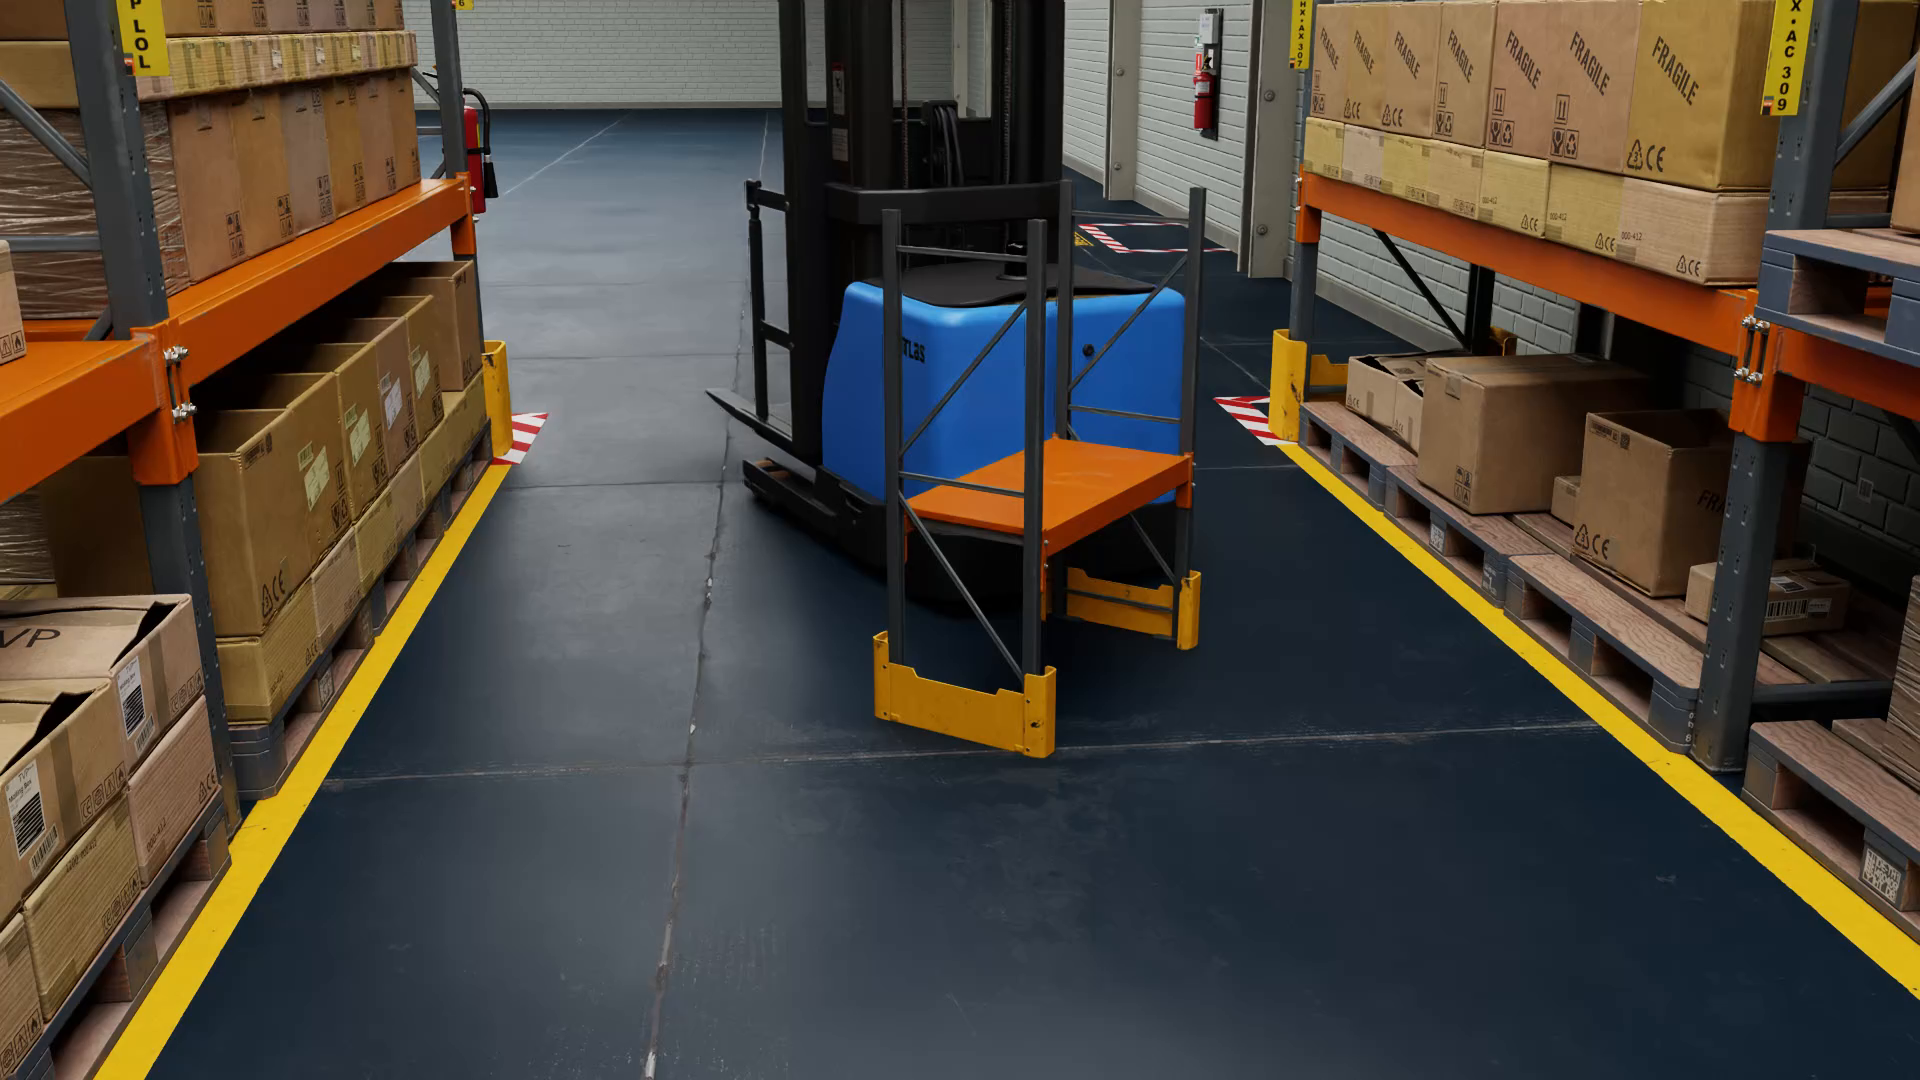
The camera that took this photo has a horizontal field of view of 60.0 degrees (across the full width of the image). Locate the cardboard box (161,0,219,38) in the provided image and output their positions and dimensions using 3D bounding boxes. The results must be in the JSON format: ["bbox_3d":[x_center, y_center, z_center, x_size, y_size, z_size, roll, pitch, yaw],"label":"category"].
[{"bbox_3d":[-2.462,-1.609,4.460,0.700,0.500,0.500,-2,18,-6],"label":"cardboard box"}]

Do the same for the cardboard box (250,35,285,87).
[{"bbox_3d":[-2.329,-1.486,5.154,0.380,0.149,0.250,-2,18,-7],"label":"cardboard box"}]

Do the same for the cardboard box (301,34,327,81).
[{"bbox_3d":[-2.378,-1.638,5.638,0.380,0.149,0.250,-2,18,-6],"label":"cardboard box"}]

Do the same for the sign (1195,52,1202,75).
[{"bbox_3d":[2.300,-4.533,16.050,0.001,0.329,0.234,-2,18,-6],"label":"sign"}]

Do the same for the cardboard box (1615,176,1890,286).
[{"bbox_3d":[2.220,-0.883,4.700,0.500,0.250,0.500,-2,18,-6],"label":"cardboard box"}]

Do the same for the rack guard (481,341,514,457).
[{"bbox_3d":[-2.772,-0.666,7.963,1.175,0.500,0.348,-2,18,-6],"label":"rack guard"}]

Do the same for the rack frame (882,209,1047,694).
[{"bbox_3d":[0.007,-0.151,4.653,0.500,1.500,0.032,11,20,30],"label":"rack frame"}]

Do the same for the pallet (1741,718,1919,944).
[{"bbox_3d":[2.652,0.749,3.940,1.003,0.211,1.213,-2,18,-6],"label":"pallet"}]

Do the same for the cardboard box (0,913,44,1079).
[{"bbox_3d":[-1.922,0.870,2.788,0.500,0.250,0.500,-1,17,-4],"label":"cardboard box"}]

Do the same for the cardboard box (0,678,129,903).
[{"bbox_3d":[-1.970,0.451,3.185,0.500,0.311,0.500,-1,17,-4],"label":"cardboard box"}]

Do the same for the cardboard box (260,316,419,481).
[{"bbox_3d":[-2.250,-0.500,5.900,0.500,0.500,0.500,-2,18,-6],"label":"cardboard box"}]

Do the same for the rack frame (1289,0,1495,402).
[{"bbox_3d":[2.158,-2.005,8.057,1.000,3.000,0.127,-2,18,-6],"label":"rack frame"}]

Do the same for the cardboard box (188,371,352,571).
[{"bbox_3d":[-2.152,-0.202,4.951,0.500,0.500,0.500,-2,18,-6],"label":"cardboard box"}]

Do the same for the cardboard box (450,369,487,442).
[{"bbox_3d":[-2.420,-0.589,7.435,0.500,0.250,0.500,-2,18,-6],"label":"cardboard box"}]

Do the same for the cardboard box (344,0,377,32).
[{"bbox_3d":[-2.669,-2.206,6.363,0.700,0.500,0.500,-2,18,-7],"label":"cardboard box"}]

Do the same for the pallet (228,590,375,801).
[{"bbox_3d":[-2.397,0.433,4.946,1.003,0.211,1.213,-2,18,-6],"label":"pallet"}]

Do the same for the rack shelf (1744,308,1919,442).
[{"bbox_3d":[2.776,0.126,2.470,1.077,0.370,4.000,-2,18,-6],"label":"rack shelf"}]

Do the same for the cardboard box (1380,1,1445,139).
[{"bbox_3d":[1.996,-1.848,6.520,0.500,0.500,0.500,-2,18,-7],"label":"cardboard box"}]

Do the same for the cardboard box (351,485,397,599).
[{"bbox_3d":[-2.196,0.006,5.539,0.500,0.250,0.500,-2,18,-6],"label":"cardboard box"}]

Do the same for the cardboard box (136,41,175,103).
[{"bbox_3d":[-2.218,-1.177,4.170,0.380,0.149,0.250,-2,17,-5],"label":"cardboard box"}]

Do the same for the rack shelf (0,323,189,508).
[{"bbox_3d":[-2.150,0.280,1.979,1.077,0.370,4.000,-2,18,-6],"label":"rack shelf"}]

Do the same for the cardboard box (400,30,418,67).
[{"bbox_3d":[-2.540,-2.100,7.110,0.380,0.149,0.250,-2,18,-7],"label":"cardboard box"}]

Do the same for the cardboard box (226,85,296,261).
[{"bbox_3d":[-2.517,-1.146,5.152,0.700,0.500,0.500,-2,17,-5],"label":"cardboard box"}]

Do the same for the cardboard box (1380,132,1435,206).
[{"bbox_3d":[2.007,-1.482,6.606,0.500,0.250,0.500,-2,18,-7],"label":"cardboard box"}]

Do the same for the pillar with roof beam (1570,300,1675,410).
[{"bbox_3d":[-1.192,-4.553,6.155,9.100,9.000,0.400,-2,18,-6],"label":"pillar with roof beam"}]

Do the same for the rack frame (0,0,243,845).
[{"bbox_3d":[-2.357,-0.659,3.770,1.000,3.000,0.127,-2,18,-6],"label":"rack frame"}]

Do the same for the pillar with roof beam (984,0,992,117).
[{"bbox_3d":[-3.667,-11.703,28.931,9.100,9.000,0.400,-2,18,-6],"label":"pillar with roof beam"}]

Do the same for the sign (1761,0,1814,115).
[{"bbox_3d":[2.031,-1.208,4.070,0.100,0.325,0.005,-2,18,-6],"label":"sign"}]

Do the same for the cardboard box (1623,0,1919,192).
[{"bbox_3d":[2.214,-1.241,4.586,0.500,0.500,0.500,-2,18,-6],"label":"cardboard box"}]

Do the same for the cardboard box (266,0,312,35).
[{"bbox_3d":[-2.564,-1.907,5.410,0.700,0.500,0.500,-2,18,-6],"label":"cardboard box"}]

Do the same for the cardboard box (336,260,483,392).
[{"bbox_3d":[-2.418,-0.947,7.323,0.500,0.500,0.500,-2,18,-6],"label":"cardboard box"}]

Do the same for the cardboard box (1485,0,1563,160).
[{"bbox_3d":[2.115,-1.540,5.538,0.500,0.500,0.500,-2,18,-7],"label":"cardboard box"}]

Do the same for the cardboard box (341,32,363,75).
[{"bbox_3d":[-2.434,-1.793,6.131,0.380,0.149,0.250,-1,17,-4],"label":"cardboard box"}]

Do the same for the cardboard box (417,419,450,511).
[{"bbox_3d":[-2.303,-0.291,6.487,0.500,0.250,0.500,-2,18,-6],"label":"cardboard box"}]

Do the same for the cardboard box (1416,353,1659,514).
[{"bbox_3d":[2.224,-0.424,6.458,0.700,0.500,0.500,-3,18,-9],"label":"cardboard box"}]

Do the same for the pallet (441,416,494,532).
[{"bbox_3d":[-2.649,-0.294,7.262,1.003,0.211,1.213,-2,18,-6],"label":"pallet"}]

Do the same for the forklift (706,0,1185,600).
[{"bbox_3d":[-0.291,-1.584,6.829,1.130,2.935,3.031,-9,19,-26],"label":"forklift"}]

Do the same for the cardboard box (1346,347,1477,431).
[{"bbox_3d":[2.139,-0.723,7.728,0.500,0.311,0.500,-4,18,-12],"label":"cardboard box"}]

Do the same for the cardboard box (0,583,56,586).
[{"bbox_3d":[-2.664,0.171,5.013,0.500,0.250,0.500,-2,18,-6],"label":"cardboard box"}]

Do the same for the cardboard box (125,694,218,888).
[{"bbox_3d":[-2.026,0.567,3.754,0.500,0.250,0.500,-2,18,-6],"label":"cardboard box"}]

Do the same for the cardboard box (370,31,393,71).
[{"bbox_3d":[-2.485,-1.946,6.619,0.380,0.149,0.250,-2,18,-6],"label":"cardboard box"}]

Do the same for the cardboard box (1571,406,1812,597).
[{"bbox_3d":[2.423,-0.139,5.550,0.500,0.500,0.500,-3,18,-10],"label":"cardboard box"}]

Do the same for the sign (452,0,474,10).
[{"bbox_3d":[-2.228,-2.529,7.397,0.100,0.325,0.005,-2,18,-6],"label":"sign"}]

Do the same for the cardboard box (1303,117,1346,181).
[{"bbox_3d":[1.892,-1.788,7.582,0.500,0.250,0.500,-2,18,-7],"label":"cardboard box"}]

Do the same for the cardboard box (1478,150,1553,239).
[{"bbox_3d":[2.109,-1.181,5.649,0.500,0.250,0.500,-2,18,-6],"label":"cardboard box"}]

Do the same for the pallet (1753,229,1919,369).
[{"bbox_3d":[2.504,-0.490,3.550,1.003,0.211,1.213,-2,18,-6],"label":"pallet"}]

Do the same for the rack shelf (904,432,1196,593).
[{"bbox_3d":[0.274,-0.109,5.120,0.538,0.185,1.000,11,20,30],"label":"rack shelf"}]

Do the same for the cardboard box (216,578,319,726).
[{"bbox_3d":[-2.103,0.305,4.589,0.500,0.250,0.500,-2,18,-6],"label":"cardboard box"}]

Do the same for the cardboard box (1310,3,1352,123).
[{"bbox_3d":[1.908,-2.150,7.481,0.500,0.500,0.500,-2,18,-6],"label":"cardboard box"}]

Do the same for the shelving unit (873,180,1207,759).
[{"bbox_3d":[0.270,-0.278,5.058,0.587,1.500,1.083,11,20,30],"label":"shelving unit"}]

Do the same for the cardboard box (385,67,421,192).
[{"bbox_3d":[-2.734,-1.759,7.106,0.700,0.500,0.500,-2,18,-6],"label":"cardboard box"}]

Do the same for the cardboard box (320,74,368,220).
[{"bbox_3d":[-2.629,-1.455,6.137,0.700,0.500,0.500,-2,18,-5],"label":"cardboard box"}]

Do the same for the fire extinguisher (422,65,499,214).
[{"bbox_3d":[-2.319,-1.864,7.735,0.296,0.674,0.183,-2,18,-6],"label":"fire extinguisher"}]

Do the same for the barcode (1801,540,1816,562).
[{"bbox_3d":[2.781,0.040,5.447,0.001,0.075,0.075,-2,18,-6],"label":"barcode"}]

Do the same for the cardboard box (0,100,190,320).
[{"bbox_3d":[-2.409,-0.839,4.175,0.700,0.500,0.500,-2,18,-7],"label":"cardboard box"}]

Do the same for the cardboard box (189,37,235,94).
[{"bbox_3d":[-2.275,-1.332,4.663,0.380,0.149,0.250,-2,18,-6],"label":"cardboard box"}]

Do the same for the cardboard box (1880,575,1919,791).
[{"bbox_3d":[2.663,0.388,3.872,0.700,0.500,0.500,-1,17,-4],"label":"cardboard box"}]

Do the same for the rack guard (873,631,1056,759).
[{"bbox_3d":[0.007,0.445,4.842,0.587,0.250,0.087,11,20,30],"label":"rack guard"}]

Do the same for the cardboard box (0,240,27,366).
[{"bbox_3d":[-2.262,-0.443,3.329,0.500,0.250,0.500,-1,17,-2],"label":"cardboard box"}]
